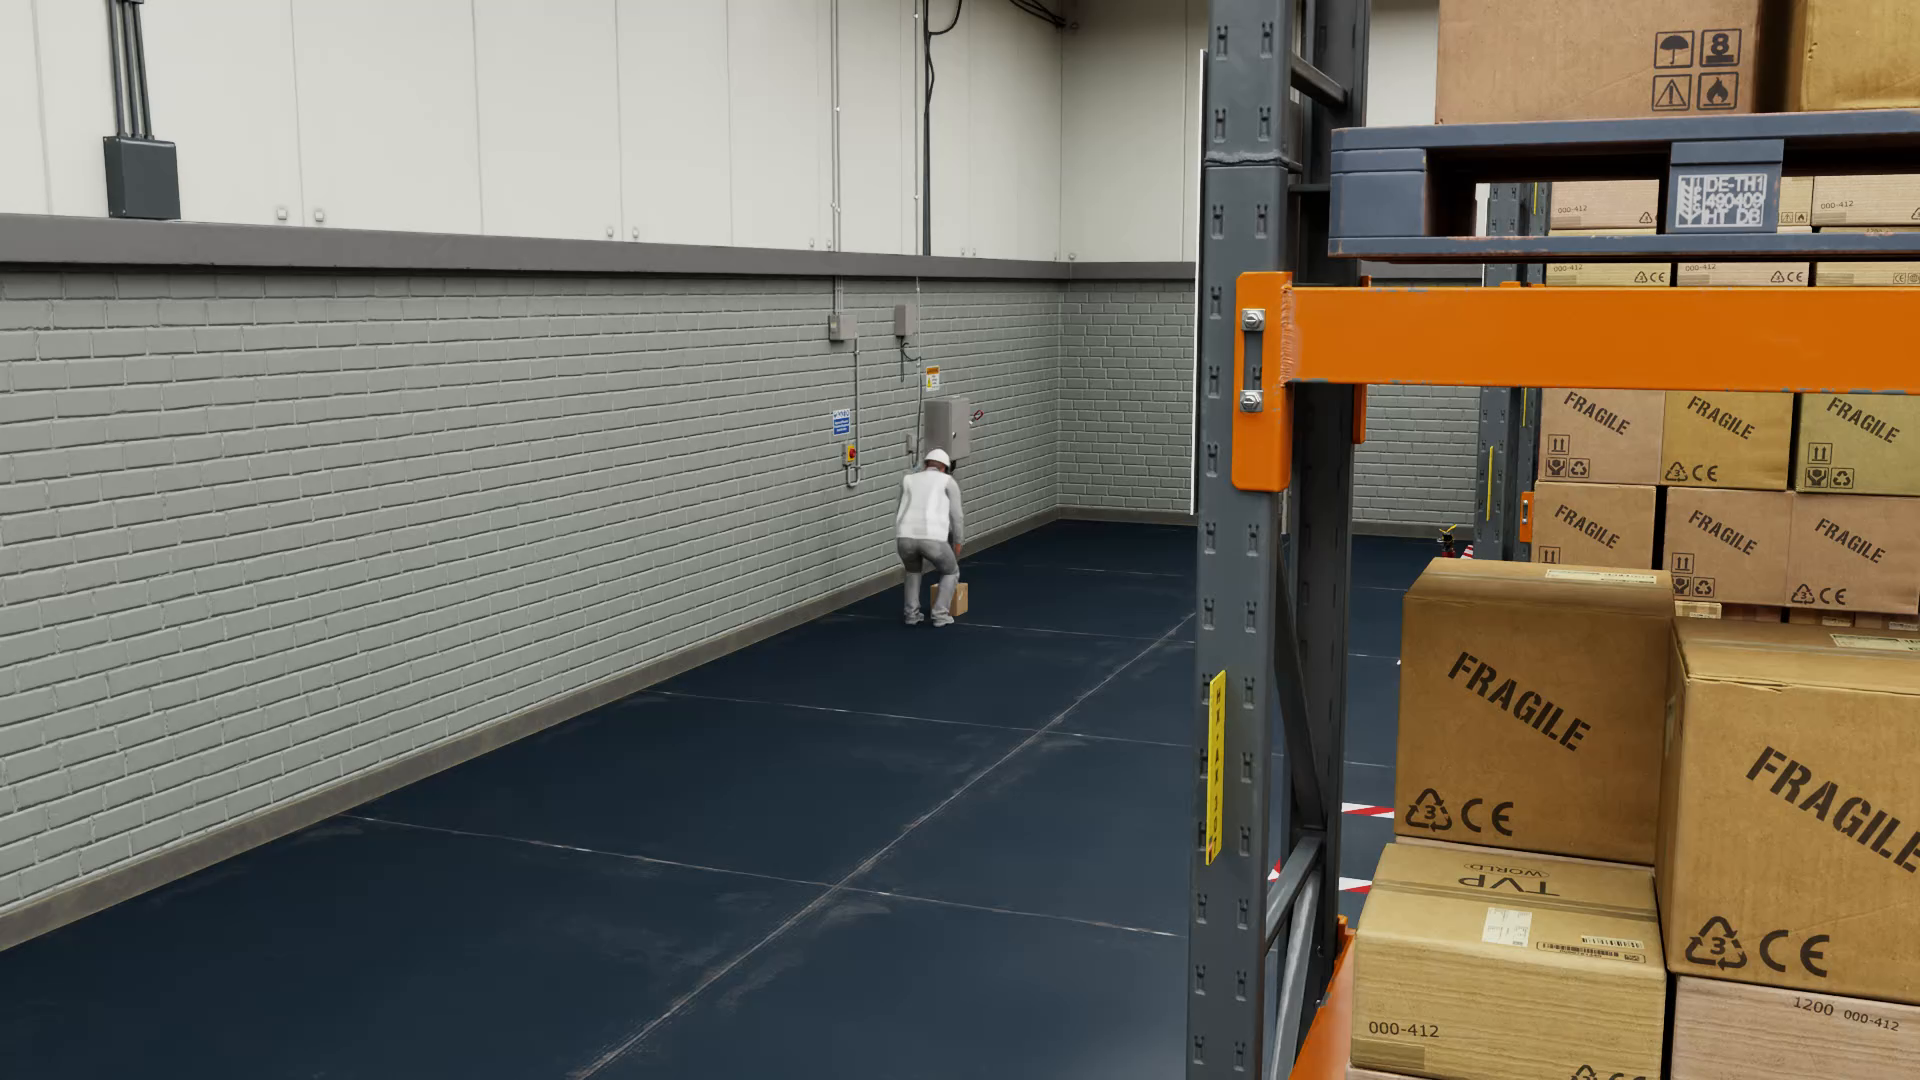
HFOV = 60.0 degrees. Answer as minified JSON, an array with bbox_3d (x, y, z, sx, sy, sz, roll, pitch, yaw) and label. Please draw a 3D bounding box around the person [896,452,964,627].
[{"bbox_3d":[-0.278,-0.008,14.009,0.591,1.420,0.770,3,9,21],"label":"person"}]
